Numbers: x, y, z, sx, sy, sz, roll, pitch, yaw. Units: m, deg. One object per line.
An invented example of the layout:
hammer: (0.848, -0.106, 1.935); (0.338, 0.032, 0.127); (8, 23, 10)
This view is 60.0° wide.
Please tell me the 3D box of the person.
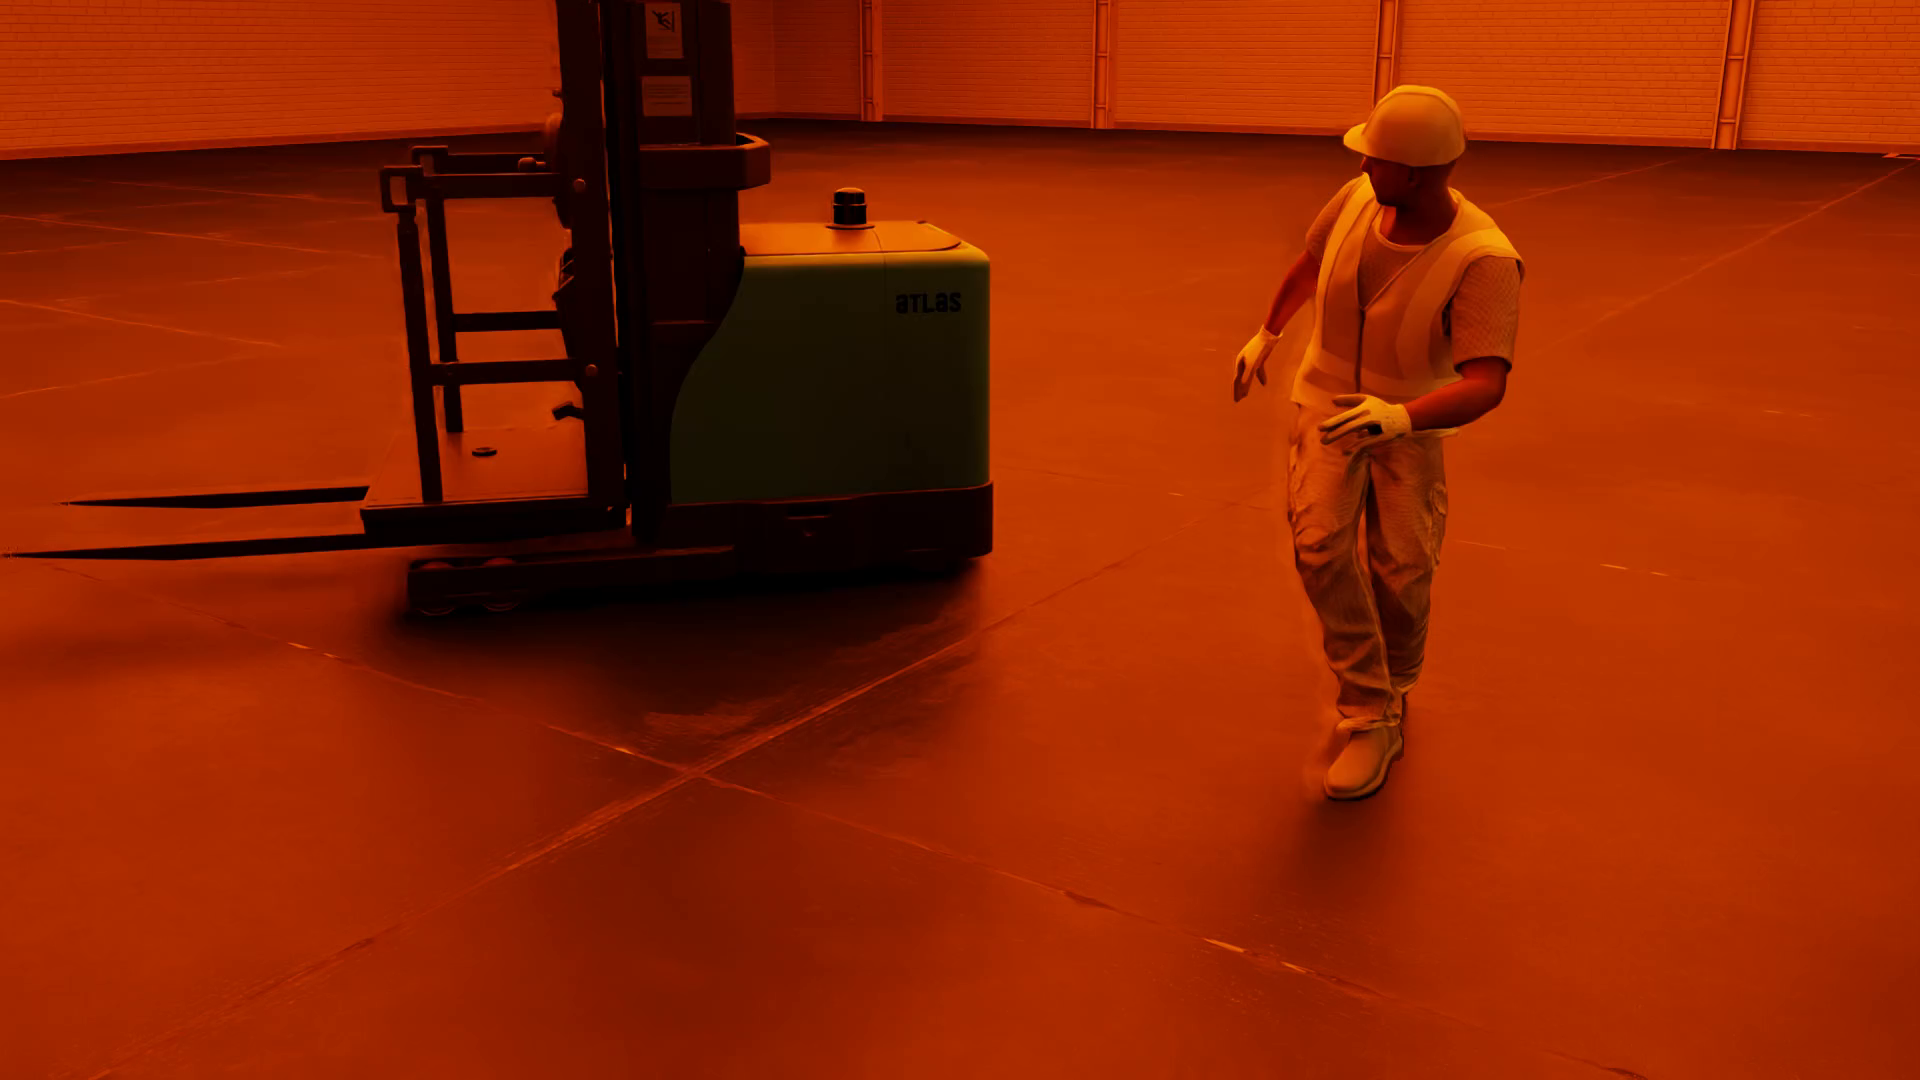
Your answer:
person: (0.919, -0.275, 4.049); (0.808, 1.613, 0.810); (10, 19, 30)

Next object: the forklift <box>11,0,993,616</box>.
forklift: (-1.461, -1.334, 5.293); (3.031, 2.935, 1.130); (-4, 17, -12)
